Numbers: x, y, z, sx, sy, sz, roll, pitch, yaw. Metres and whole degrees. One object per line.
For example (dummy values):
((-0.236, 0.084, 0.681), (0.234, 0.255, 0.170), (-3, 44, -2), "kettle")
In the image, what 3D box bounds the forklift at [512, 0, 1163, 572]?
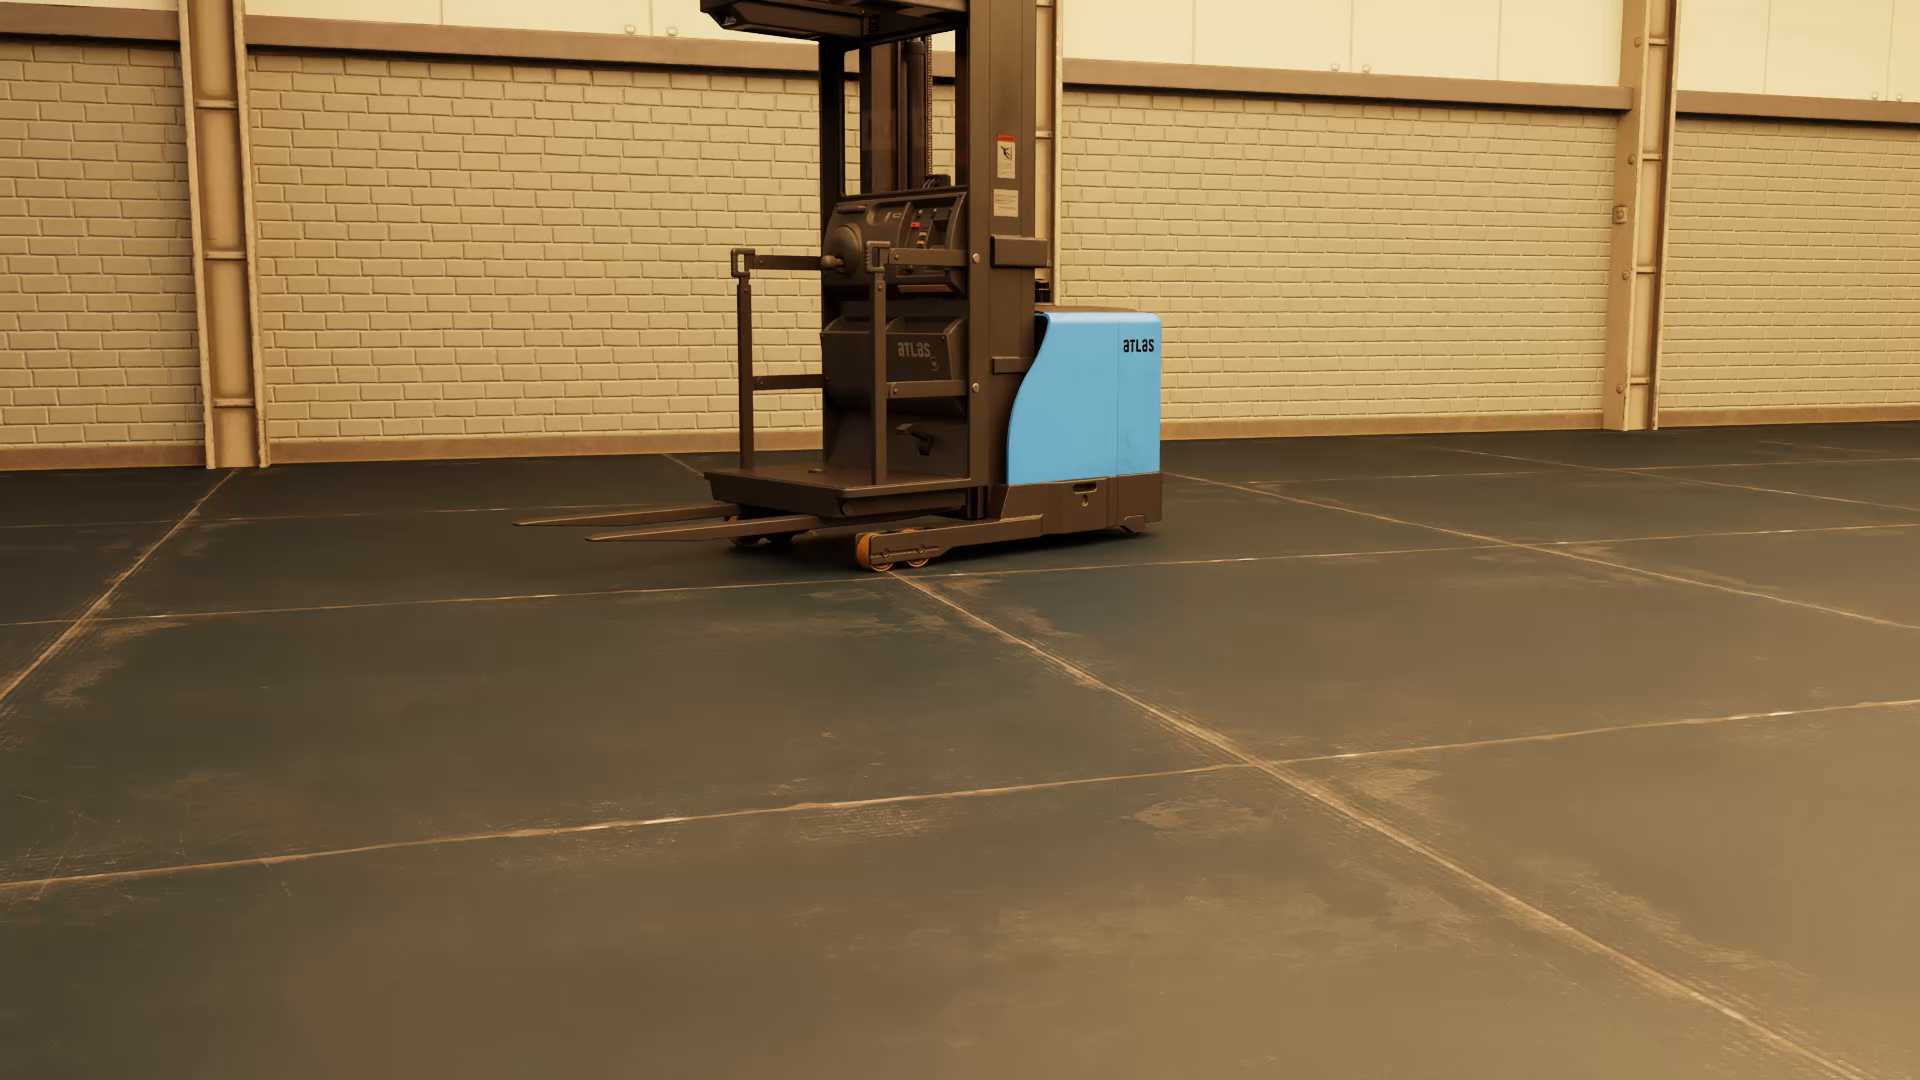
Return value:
((-0.461, -1.399, 7.333), (3.031, 2.935, 1.130), (-7, 10, -40), "forklift")
